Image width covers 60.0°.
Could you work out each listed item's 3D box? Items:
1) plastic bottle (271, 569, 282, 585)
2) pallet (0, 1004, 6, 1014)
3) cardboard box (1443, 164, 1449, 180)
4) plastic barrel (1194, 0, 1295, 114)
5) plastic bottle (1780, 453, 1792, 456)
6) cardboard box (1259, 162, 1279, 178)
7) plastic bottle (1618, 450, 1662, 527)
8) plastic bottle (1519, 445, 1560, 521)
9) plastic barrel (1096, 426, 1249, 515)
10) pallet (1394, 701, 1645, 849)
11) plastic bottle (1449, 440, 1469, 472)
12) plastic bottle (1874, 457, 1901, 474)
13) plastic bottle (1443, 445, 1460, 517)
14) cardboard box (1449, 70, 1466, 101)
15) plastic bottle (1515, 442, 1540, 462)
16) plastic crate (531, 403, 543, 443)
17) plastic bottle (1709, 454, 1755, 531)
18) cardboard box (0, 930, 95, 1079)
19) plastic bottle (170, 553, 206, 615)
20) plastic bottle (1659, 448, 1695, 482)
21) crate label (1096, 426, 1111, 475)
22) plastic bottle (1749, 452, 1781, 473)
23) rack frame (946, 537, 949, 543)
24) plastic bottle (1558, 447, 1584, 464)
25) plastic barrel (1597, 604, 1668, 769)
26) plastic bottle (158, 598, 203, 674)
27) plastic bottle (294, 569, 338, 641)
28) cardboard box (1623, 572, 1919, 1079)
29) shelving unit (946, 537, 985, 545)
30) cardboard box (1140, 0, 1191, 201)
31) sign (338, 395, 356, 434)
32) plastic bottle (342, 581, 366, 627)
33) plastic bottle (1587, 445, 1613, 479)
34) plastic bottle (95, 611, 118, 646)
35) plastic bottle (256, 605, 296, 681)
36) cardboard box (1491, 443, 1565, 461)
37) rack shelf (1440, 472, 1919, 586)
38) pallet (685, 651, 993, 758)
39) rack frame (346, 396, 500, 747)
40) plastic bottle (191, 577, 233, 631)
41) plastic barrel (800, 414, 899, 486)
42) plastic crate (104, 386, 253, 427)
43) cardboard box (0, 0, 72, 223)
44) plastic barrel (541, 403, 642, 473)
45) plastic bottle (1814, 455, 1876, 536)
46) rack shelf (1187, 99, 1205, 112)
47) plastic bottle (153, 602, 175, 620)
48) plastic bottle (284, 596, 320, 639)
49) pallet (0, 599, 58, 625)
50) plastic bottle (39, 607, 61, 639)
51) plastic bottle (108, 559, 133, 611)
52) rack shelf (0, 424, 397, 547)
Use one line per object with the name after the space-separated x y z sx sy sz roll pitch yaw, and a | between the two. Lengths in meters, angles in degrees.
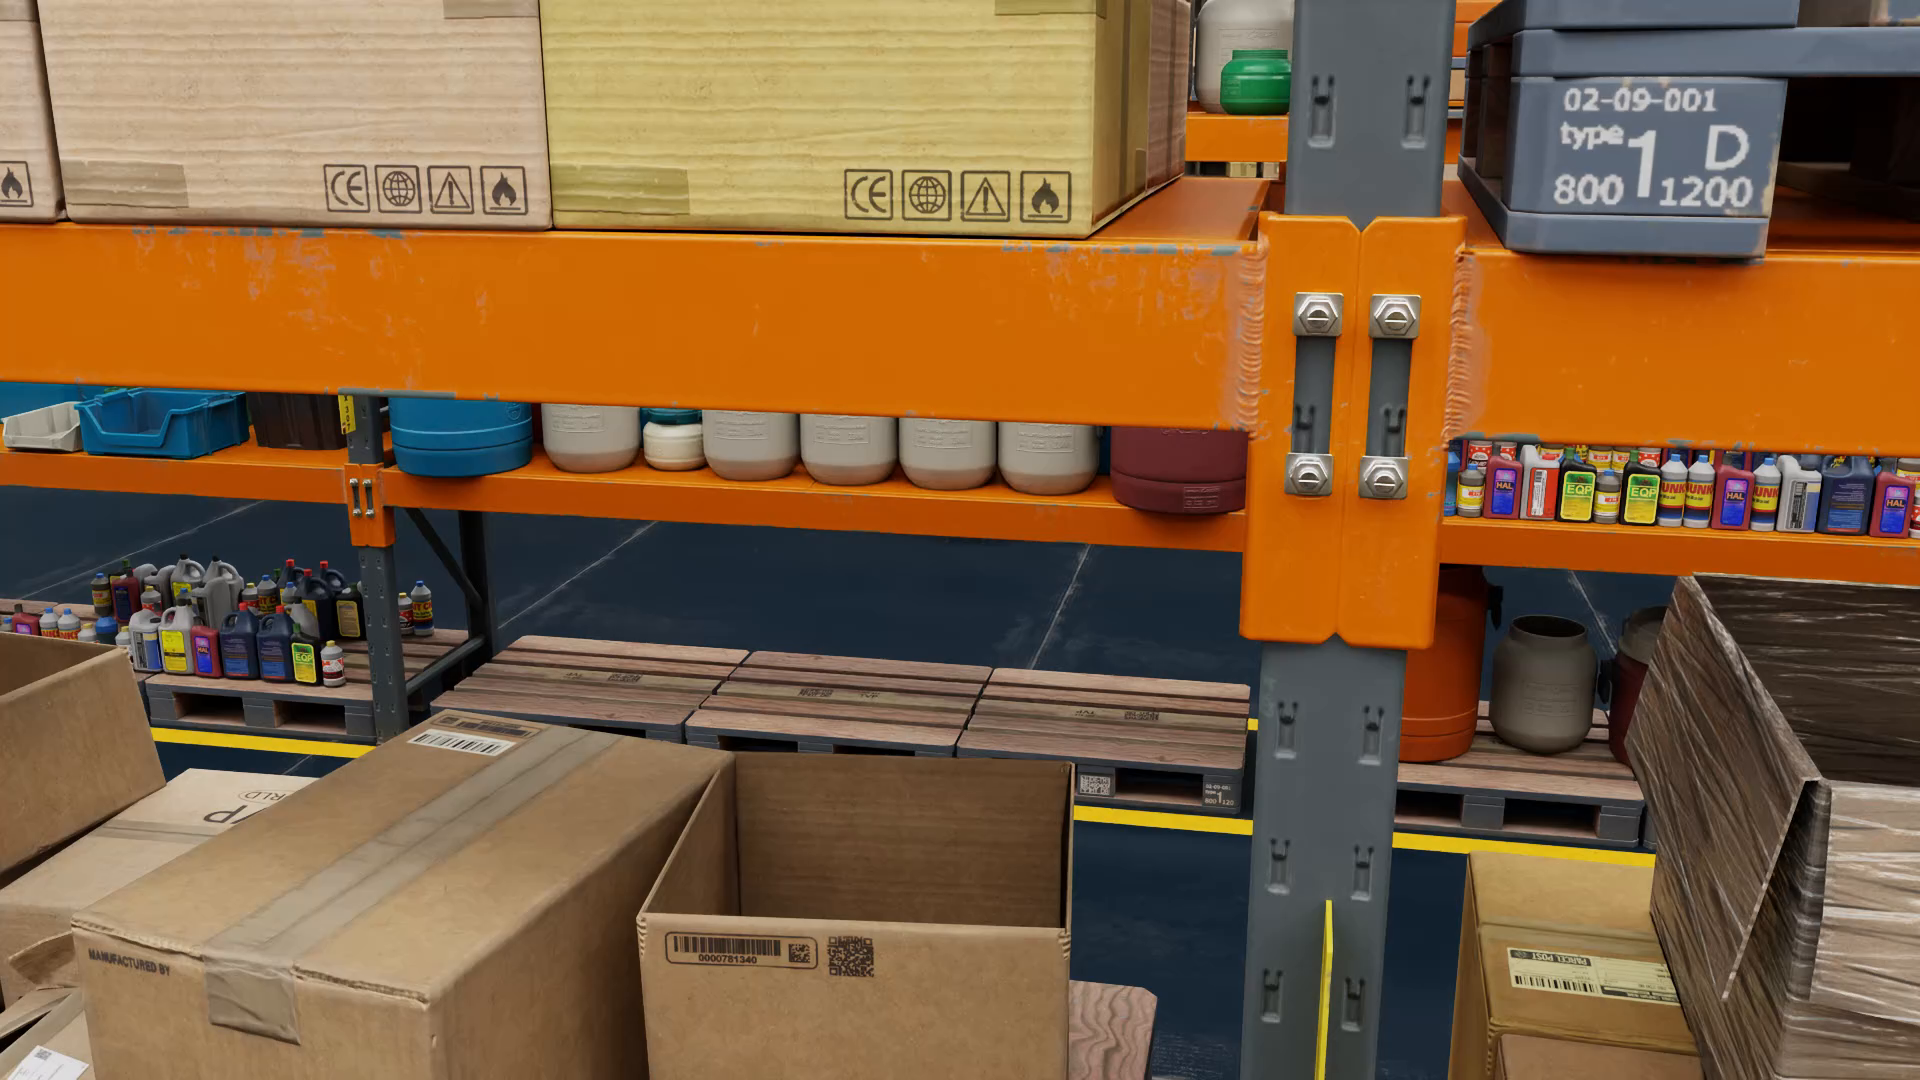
-3.548 0.286 8.604 0.133 0.283 0.061 4 16 14 | plastic bottle
-1.516 0.877 2.567 1.213 0.211 1.003 3 16 11 | pallet
4.313 -3.451 15.645 0.500 0.250 0.500 3 16 10 | cardboard box
1.175 -2.013 6.811 0.421 0.512 0.421 0 15 0 | plastic barrel
3.480 -0.386 6.859 0.185 0.351 0.144 3 16 11 | plastic bottle
3.049 -3.592 16.113 0.250 0.149 0.380 1 16 4 | cardboard box
2.580 -0.197 6.303 0.133 0.283 0.061 3 16 11 | plastic bottle
2.232 -0.225 6.417 0.135 0.276 0.152 3 16 11 | plastic bottle
0.904 -0.428 6.662 0.708 0.536 0.600 3 16 11 | plastic barrel
2.200 0.958 7.138 1.213 0.211 1.003 3 16 11 | pallet
2.126 -0.438 7.174 0.133 0.283 0.061 3 16 11 | plastic bottle
3.826 -0.330 6.797 0.135 0.276 0.152 3 16 11 | plastic bottle
1.887 -0.234 6.458 0.097 0.271 0.097 0 15 0 | plastic bottle
3.343 -3.165 10.991 0.500 0.500 0.910 3 16 11 | cardboard box
2.426 -0.411 7.099 0.097 0.271 0.097 0 15 0 | plastic bottle
-1.966 -0.715 7.833 0.583 0.464 0.402 3 16 11 | plastic crate
2.902 -0.180 6.240 0.133 0.283 0.061 3 16 11 | plastic bottle
-1.256 0.723 2.227 0.258 0.266 0.396 3 16 10 | cardboard box
-3.993 0.241 8.641 0.185 0.351 0.144 4 16 13 | plastic bottle
3.020 -0.390 6.999 0.133 0.283 0.061 3 16 11 | plastic bottle
0.499 -0.557 7.319 0.616 0.435 0.502 3 16 11 | crate label
3.320 -0.357 6.880 0.133 0.283 0.061 3 16 11 | plastic bottle
-0.067 -0.510 10.865 0.008 1.050 0.200 3 16 11 | rack frame
2.352 -0.225 6.427 0.097 0.271 0.097 0 15 0 | plastic bottle
3.008 0.625 6.849 0.708 0.588 0.600 3 16 11 | plastic barrel
-3.694 0.449 7.891 0.185 0.351 0.144 3 16 11 | plastic bottle
-3.238 0.321 8.351 0.185 0.351 0.144 3 16 11 | plastic bottle
1.145 0.390 1.897 0.637 0.503 0.797 4 16 13 | cardboard box
0.052 -0.503 10.842 0.252 1.050 0.215 3 16 11 | shelving unit
0.022 -0.586 2.150 0.500 0.250 0.500 3 16 12 | cardboard box
-2.622 -0.620 7.091 0.005 0.325 0.100 3 16 11 | sign
-3.048 0.329 8.462 0.135 0.276 0.152 4 16 13 | plastic bottle
2.713 -0.362 7.052 0.097 0.201 0.097 0 15 0 | plastic bottle
-4.074 0.473 7.953 0.097 0.271 0.097 0 15 0 | plastic bottle
-3.190 0.476 7.792 0.185 0.351 0.144 3 16 10 | plastic bottle
3.803 -0.566 11.276 0.500 0.500 0.500 3 16 10 | cardboard box
3.379 0.036 6.590 4.000 0.370 1.077 3 16 11 | rack shelf
-0.525 0.810 7.672 1.213 0.211 1.003 3 16 11 | pallet
-2.501 -0.630 7.646 0.127 3.000 1.000 3 16 11 | rack frame
-3.816 0.327 8.471 0.135 0.276 0.152 3 16 11 | plastic bottle
-0.464 -0.525 7.013 0.433 0.535 0.433 0 15 0 | plastic barrel
-3.775 -0.674 8.201 0.662 0.188 0.450 3 16 11 | plastic crate
-1.063 -0.506 1.861 0.500 0.250 0.500 4 16 13 | cardboard box
-1.607 -0.587 7.237 0.433 0.535 0.433 0 15 0 | plastic barrel
3.293 -0.202 6.195 0.185 0.351 0.144 3 16 11 | plastic bottle
0.450 -2.918 11.634 4.000 0.370 1.077 3 16 11 | rack shelf
-3.832 0.444 8.036 0.133 0.283 0.061 3 16 11 | plastic bottle
-3.161 0.438 7.928 0.185 0.351 0.144 3 16 11 | plastic bottle
-5.542 0.538 8.655 1.213 0.211 1.003 3 16 11 | pallet
-4.370 0.457 8.011 0.097 0.271 0.097 0 15 0 | plastic bottle
-4.416 0.239 8.774 0.133 0.283 0.061 4 16 12 | plastic bottle
-4.461 -0.389 8.126 4.000 0.370 1.077 3 16 11 | rack shelf
